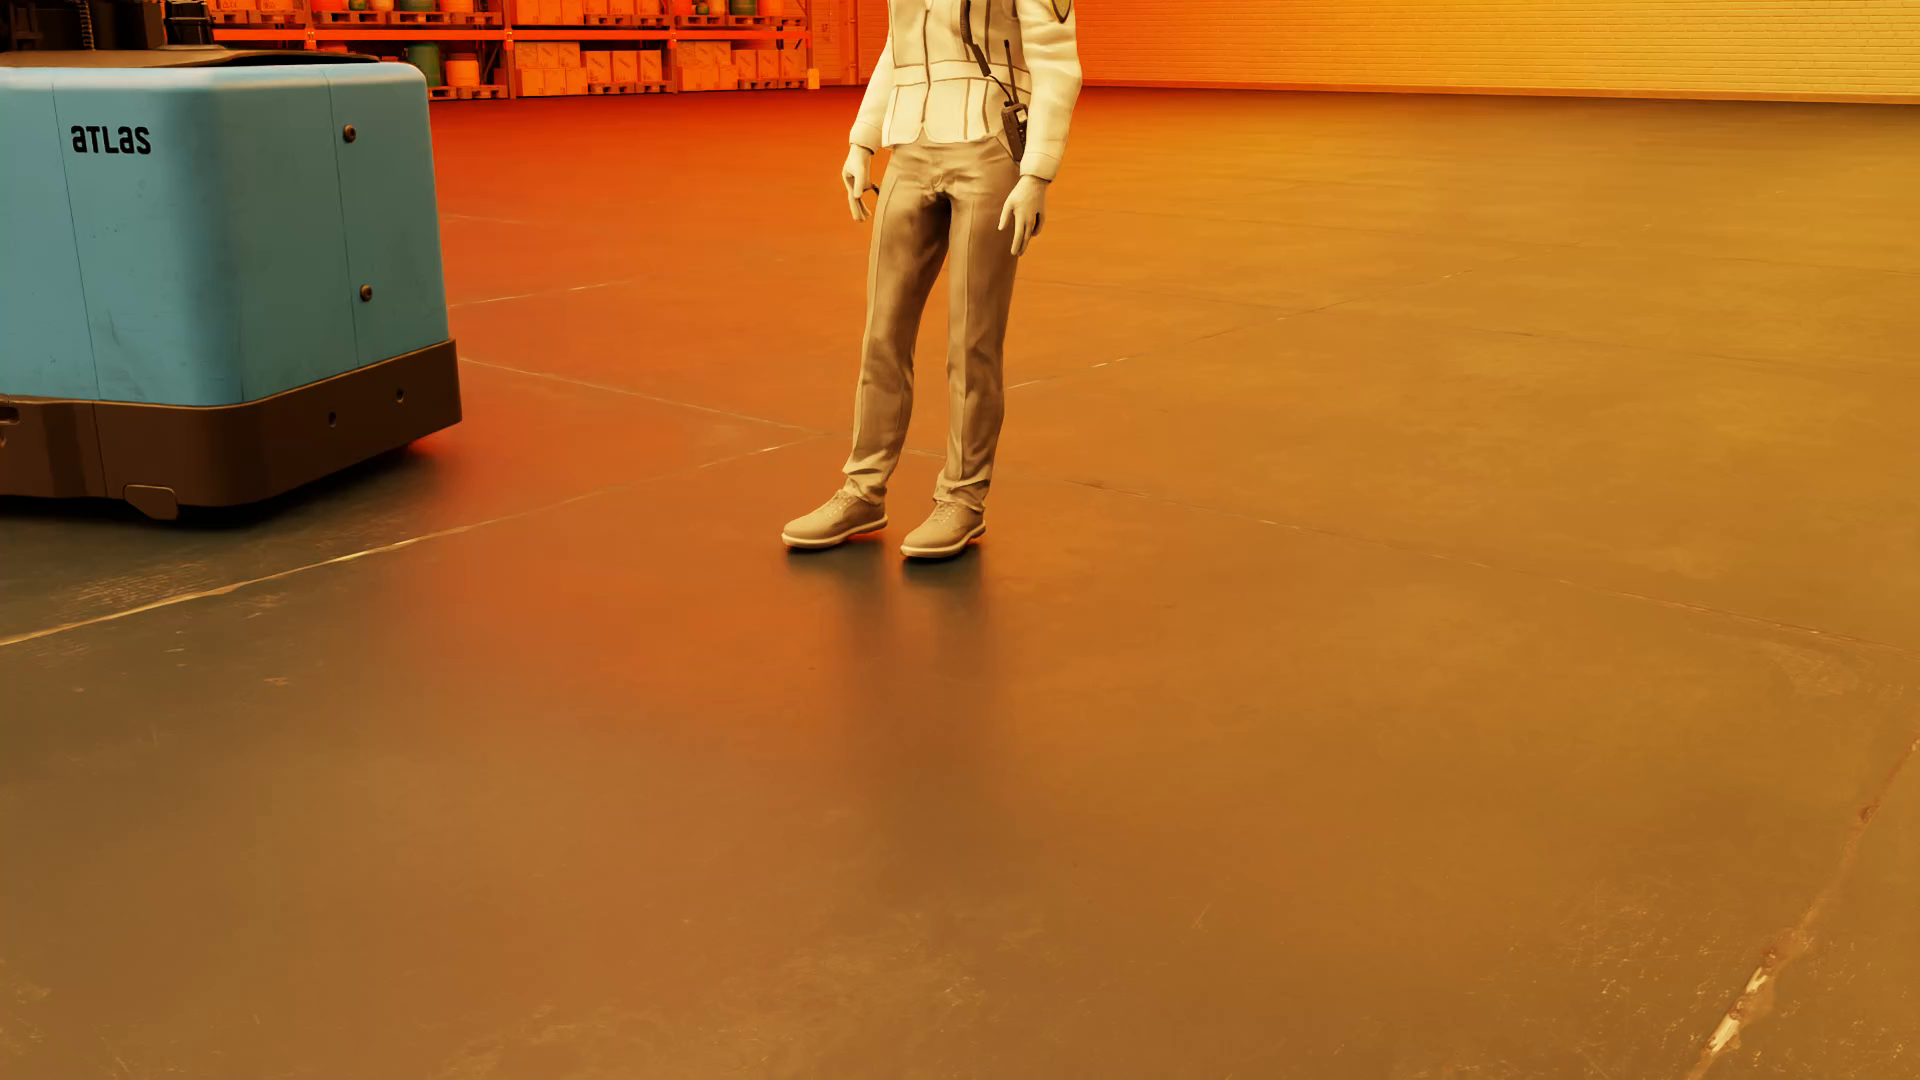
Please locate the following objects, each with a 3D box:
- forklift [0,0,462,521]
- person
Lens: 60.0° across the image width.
[{"bbox_3d":[-3.023,-1.666,4.382,3.031,2.935,1.130,4,17,14],"label":"forklift"},{"bbox_3d":[-0.049,-0.803,3.647,0.587,1.694,0.530,13,21,37],"label":"person"}]
